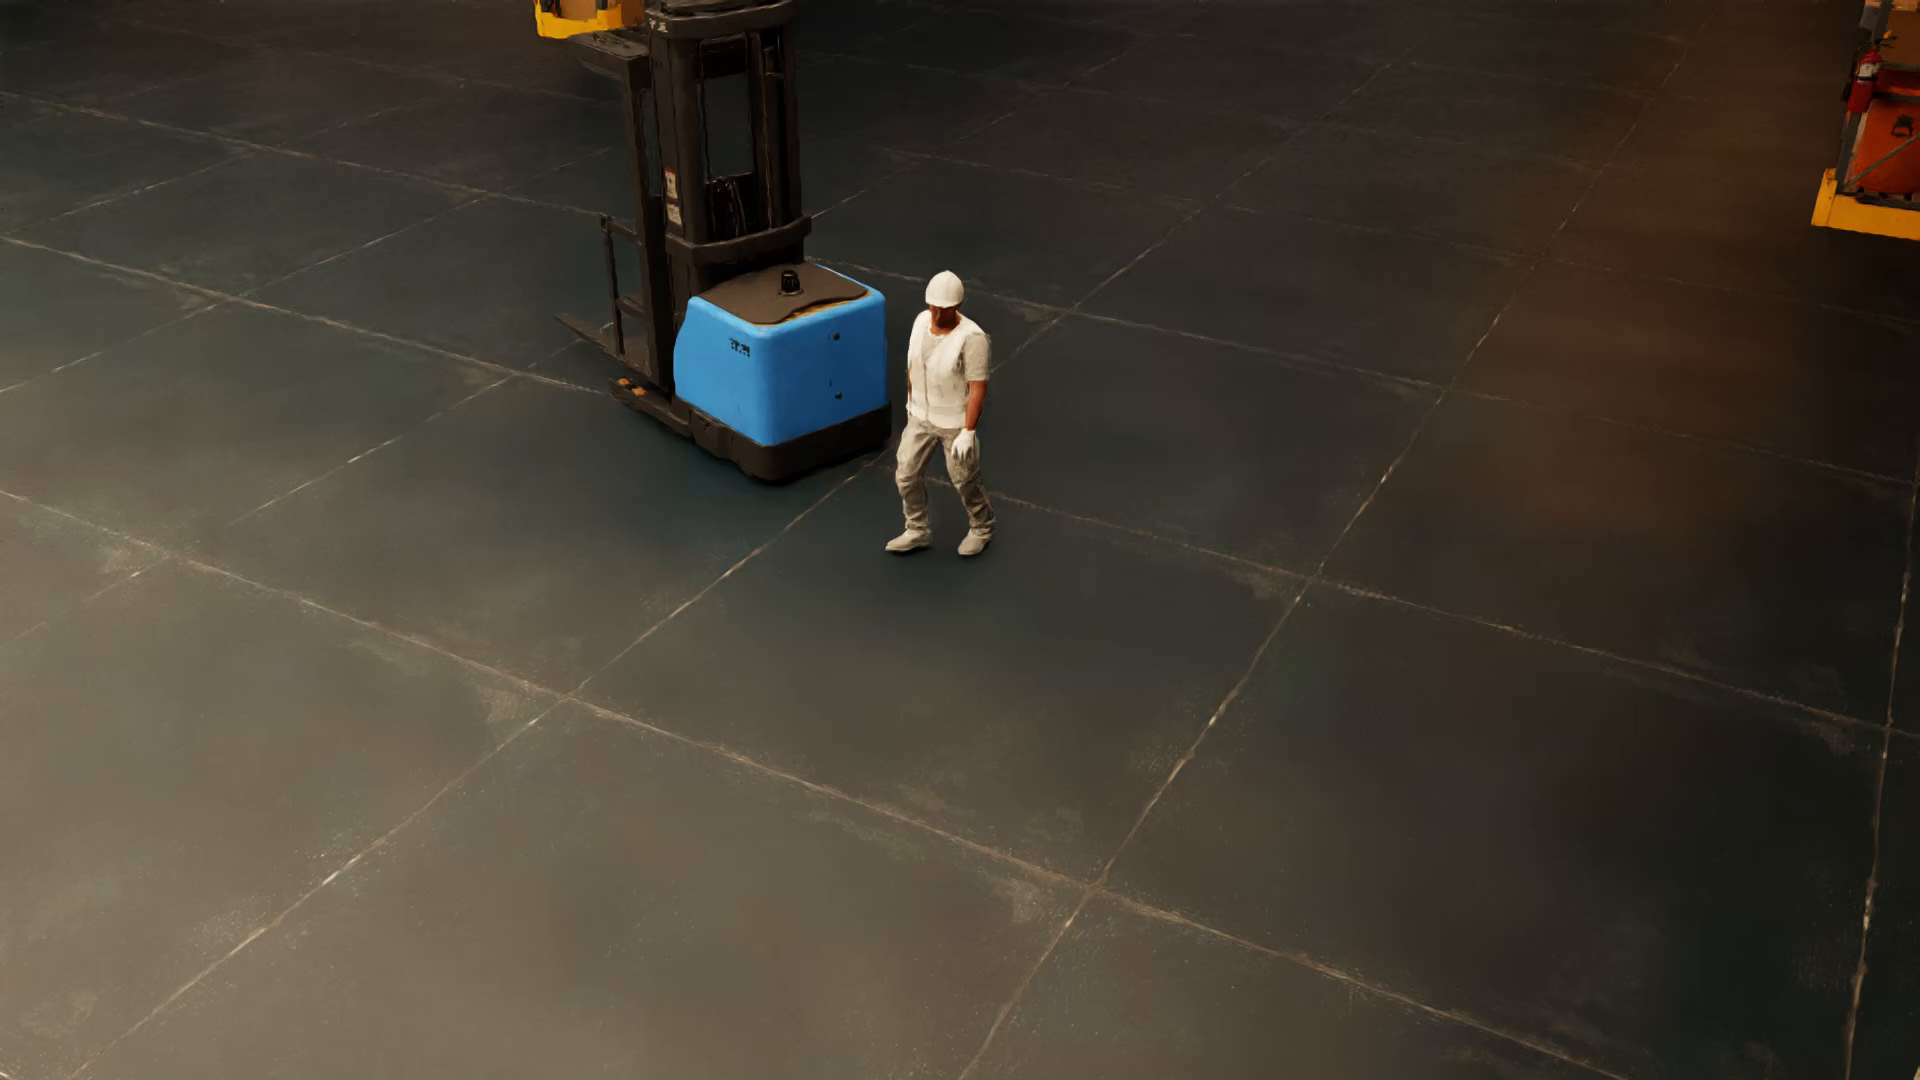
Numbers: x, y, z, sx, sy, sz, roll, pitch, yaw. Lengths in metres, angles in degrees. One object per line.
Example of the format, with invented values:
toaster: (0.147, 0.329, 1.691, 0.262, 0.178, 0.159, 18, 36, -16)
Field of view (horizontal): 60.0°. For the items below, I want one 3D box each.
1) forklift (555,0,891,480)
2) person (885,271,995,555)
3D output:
forklift: (-1.803, -2.310, 11.074, 1.130, 2.935, 3.031, -23, 37, -35)
person: (-0.094, -0.695, 9.474, 0.707, 1.755, 0.587, 22, 37, 33)
